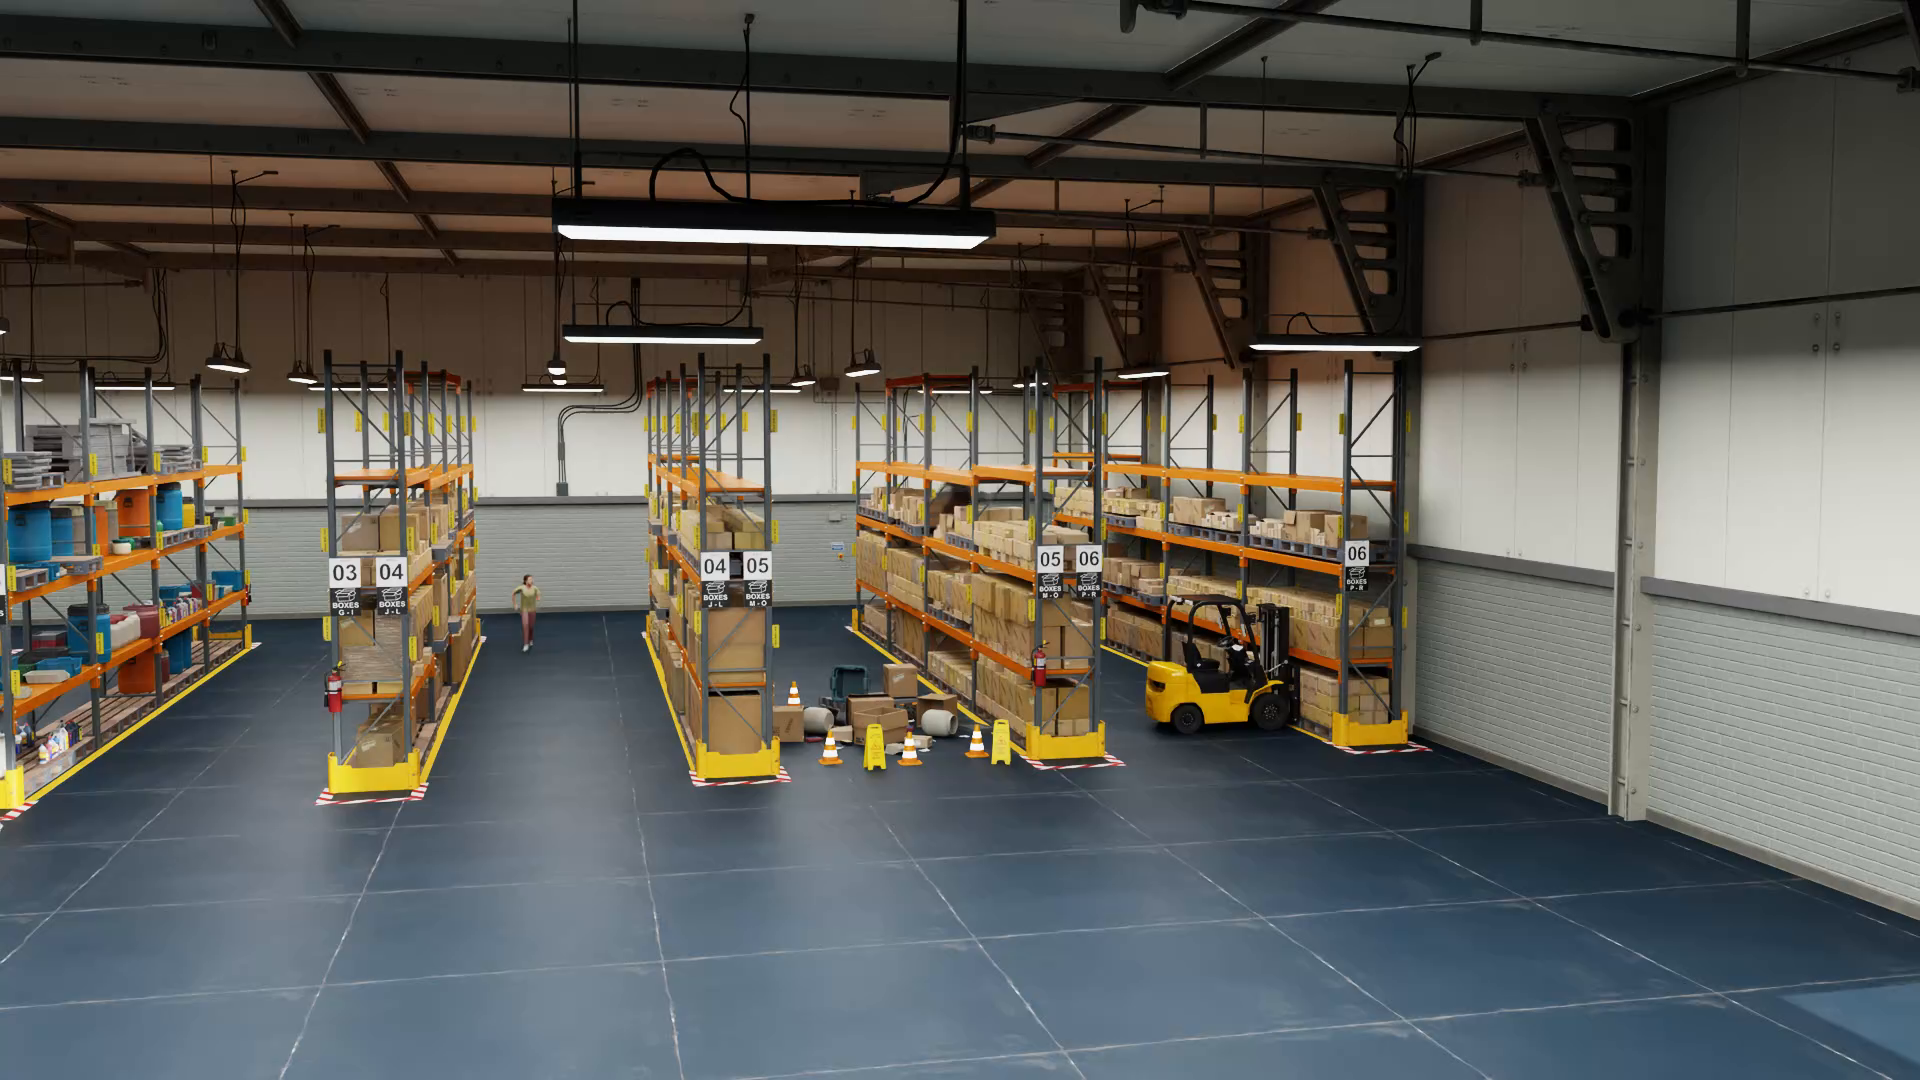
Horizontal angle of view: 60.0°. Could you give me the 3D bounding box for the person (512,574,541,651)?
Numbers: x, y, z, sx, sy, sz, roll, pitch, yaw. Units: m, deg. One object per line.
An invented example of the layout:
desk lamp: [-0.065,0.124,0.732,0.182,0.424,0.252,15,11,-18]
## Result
person: [-9.596,1.581,36.847,0.631,1.642,0.997,-1,4,-16]
